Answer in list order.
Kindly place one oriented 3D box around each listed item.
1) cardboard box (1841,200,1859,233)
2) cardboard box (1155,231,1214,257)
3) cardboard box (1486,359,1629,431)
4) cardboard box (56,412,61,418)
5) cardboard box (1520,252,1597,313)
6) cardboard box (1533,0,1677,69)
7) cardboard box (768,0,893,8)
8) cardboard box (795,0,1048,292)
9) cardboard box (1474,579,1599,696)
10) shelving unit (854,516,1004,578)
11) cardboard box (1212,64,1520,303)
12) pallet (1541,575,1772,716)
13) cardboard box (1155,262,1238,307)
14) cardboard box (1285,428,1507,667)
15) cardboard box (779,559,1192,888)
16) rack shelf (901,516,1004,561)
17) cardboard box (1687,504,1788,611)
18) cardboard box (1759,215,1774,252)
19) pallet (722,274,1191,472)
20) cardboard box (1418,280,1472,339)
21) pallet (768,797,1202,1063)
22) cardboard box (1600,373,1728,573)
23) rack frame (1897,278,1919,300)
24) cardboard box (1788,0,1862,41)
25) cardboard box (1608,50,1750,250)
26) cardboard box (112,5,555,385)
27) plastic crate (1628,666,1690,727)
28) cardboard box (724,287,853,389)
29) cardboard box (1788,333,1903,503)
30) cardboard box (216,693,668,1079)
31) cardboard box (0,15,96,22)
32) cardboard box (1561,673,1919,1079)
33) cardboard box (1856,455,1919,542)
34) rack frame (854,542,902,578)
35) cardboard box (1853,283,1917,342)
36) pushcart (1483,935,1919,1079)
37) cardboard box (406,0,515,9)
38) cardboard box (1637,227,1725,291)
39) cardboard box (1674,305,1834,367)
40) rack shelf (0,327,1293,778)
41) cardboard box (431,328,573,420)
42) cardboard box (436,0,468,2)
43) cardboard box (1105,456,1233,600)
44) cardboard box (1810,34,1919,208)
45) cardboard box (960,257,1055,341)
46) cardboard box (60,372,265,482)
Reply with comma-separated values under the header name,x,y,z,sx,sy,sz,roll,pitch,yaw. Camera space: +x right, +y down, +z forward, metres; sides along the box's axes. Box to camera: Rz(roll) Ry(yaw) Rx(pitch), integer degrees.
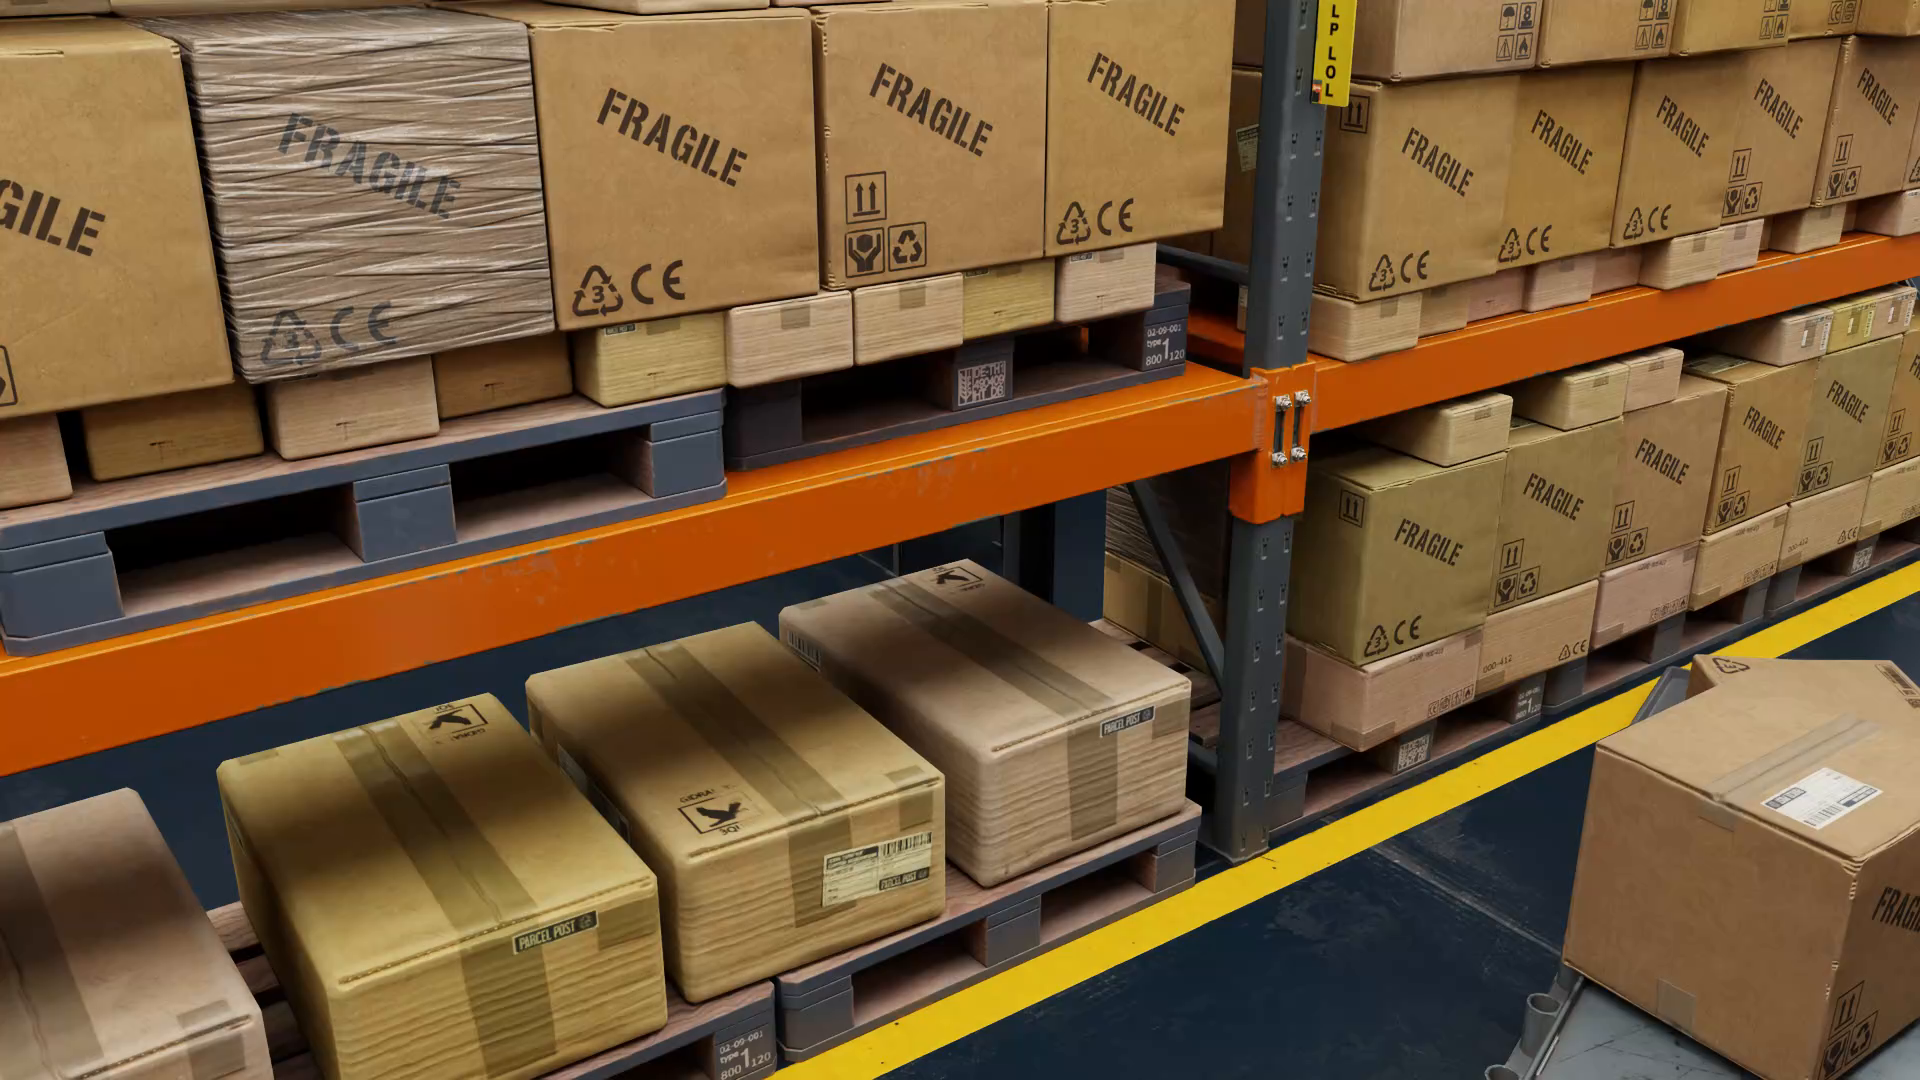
name,x,y,z,sx,sy,sz,roll,pitch,yaw
cardboard box,2.691,-1.102,5.449,0.250,0.149,0.380,-15,26,-32
cardboard box,0.681,-1.069,4.491,0.500,0.500,0.500,-16,27,-34
cardboard box,1.654,-0.448,4.727,0.250,0.149,0.380,-14,26,-31
cardboard box,-1.598,-0.347,2.992,0.250,0.149,0.380,-15,26,-32
cardboard box,1.502,-0.748,4.562,0.250,0.149,0.380,-14,26,-31
cardboard box,1.376,-1.496,4.213,0.500,0.500,0.700,-15,26,-33
cardboard box,-0.330,-1.073,3.060,0.250,0.149,0.380,-16,27,-34
cardboard box,-0.178,-0.816,3.291,0.500,0.500,0.500,-15,26,-33
cardboard box,1.528,0.204,4.982,0.500,0.250,0.500,-13,25,-30
shelving unit,-0.134,-0.939,5.917,0.503,2.100,0.431,-15,26,-33
cardboard box,0.985,-0.909,4.091,0.500,0.500,0.500,-15,26,-33
pallet,1.981,0.161,5.709,1.213,0.211,1.003,-15,26,-33
cardboard box,0.548,-0.758,4.586,0.250,0.149,0.380,-15,26,-33
cardboard box,1.102,-0.026,4.545,0.500,0.500,0.500,-14,25,-30
cardboard box,0.041,0.427,4.259,0.625,0.372,0.950,-15,26,-32
rack shelf,-0.134,-0.277,6.182,0.480,0.518,0.431,-15,26,-33
cardboard box,2.366,-0.016,5.533,0.500,0.250,0.500,-16,27,-35
cardboard box,2.281,-0.992,5.173,0.250,0.149,0.380,-15,26,-33
pallet,-0.240,-0.502,3.866,1.213,0.211,1.003,-15,26,-33
cardboard box,1.083,-0.638,4.287,0.250,0.149,0.380,-14,26,-31
pallet,-0.166,0.751,4.229,1.213,0.211,1.003,-15,26,-33
cardboard box,1.951,-0.257,5.124,0.500,0.500,0.500,-13,25,-30
rack frame,3.712,-1.579,6.305,0.127,3.000,1.000,-15,26,-33
cardboard box,2.170,-1.737,4.816,0.500,0.500,0.700,-15,26,-33
cardboard box,1.794,-1.129,4.643,0.500,0.500,0.500,-15,26,-33
cardboard box,-1.025,-0.592,2.731,0.500,0.500,0.500,-16,27,-35
plastic crate,2.218,0.550,4.910,0.402,0.080,0.583,14,26,32
cardboard box,-0.409,-0.422,3.180,0.250,0.149,0.380,-15,26,-32
cardboard box,2.792,-0.479,5.681,0.500,0.500,0.500,-14,26,-31
cardboard box,-1.104,0.734,3.488,0.625,0.372,0.950,-14,26,-31
cardboard box,-1.753,-0.634,2.834,0.500,0.500,0.500,-17,27,-36
cardboard box,1.529,0.625,3.133,0.500,0.500,0.500,-15,26,-33
cardboard box,3.194,-0.236,6.083,0.500,0.250,0.500,-15,26,-33
rack frame,-0.332,-0.887,5.785,0.015,2.100,0.400,-15,26,-33
cardboard box,2.955,-0.795,5.597,0.250,0.149,0.380,-14,26,-31
pushcart,1.837,1.180,2.930,1.648,0.377,0.936,14,26,32
cardboard box,-0.899,-0.866,3.416,0.500,0.500,0.500,-15,26,-33
cardboard box,1.952,-0.842,4.798,0.250,0.149,0.380,-15,26,-33
cardboard box,2.534,-0.685,5.322,0.250,0.149,0.380,-14,26,-31
rack shelf,-1.158,0.054,3.184,4.000,0.370,1.077,-15,26,-33
cardboard box,-0.902,-0.354,3.009,0.250,0.149,0.380,-16,27,-35
cardboard box,-0.945,-1.132,3.209,0.250,0.149,0.380,-13,25,-30
cardboard box,0.789,-0.188,4.952,0.500,0.500,0.500,-15,26,-34
cardboard box,2.615,-1.349,5.193,0.500,0.500,0.500,-15,26,-33
cardboard box,-0.016,-0.545,3.487,0.250,0.149,0.380,-16,27,-34
cardboard box,-1.319,-0.238,2.718,0.250,0.149,0.380,-14,26,-31
